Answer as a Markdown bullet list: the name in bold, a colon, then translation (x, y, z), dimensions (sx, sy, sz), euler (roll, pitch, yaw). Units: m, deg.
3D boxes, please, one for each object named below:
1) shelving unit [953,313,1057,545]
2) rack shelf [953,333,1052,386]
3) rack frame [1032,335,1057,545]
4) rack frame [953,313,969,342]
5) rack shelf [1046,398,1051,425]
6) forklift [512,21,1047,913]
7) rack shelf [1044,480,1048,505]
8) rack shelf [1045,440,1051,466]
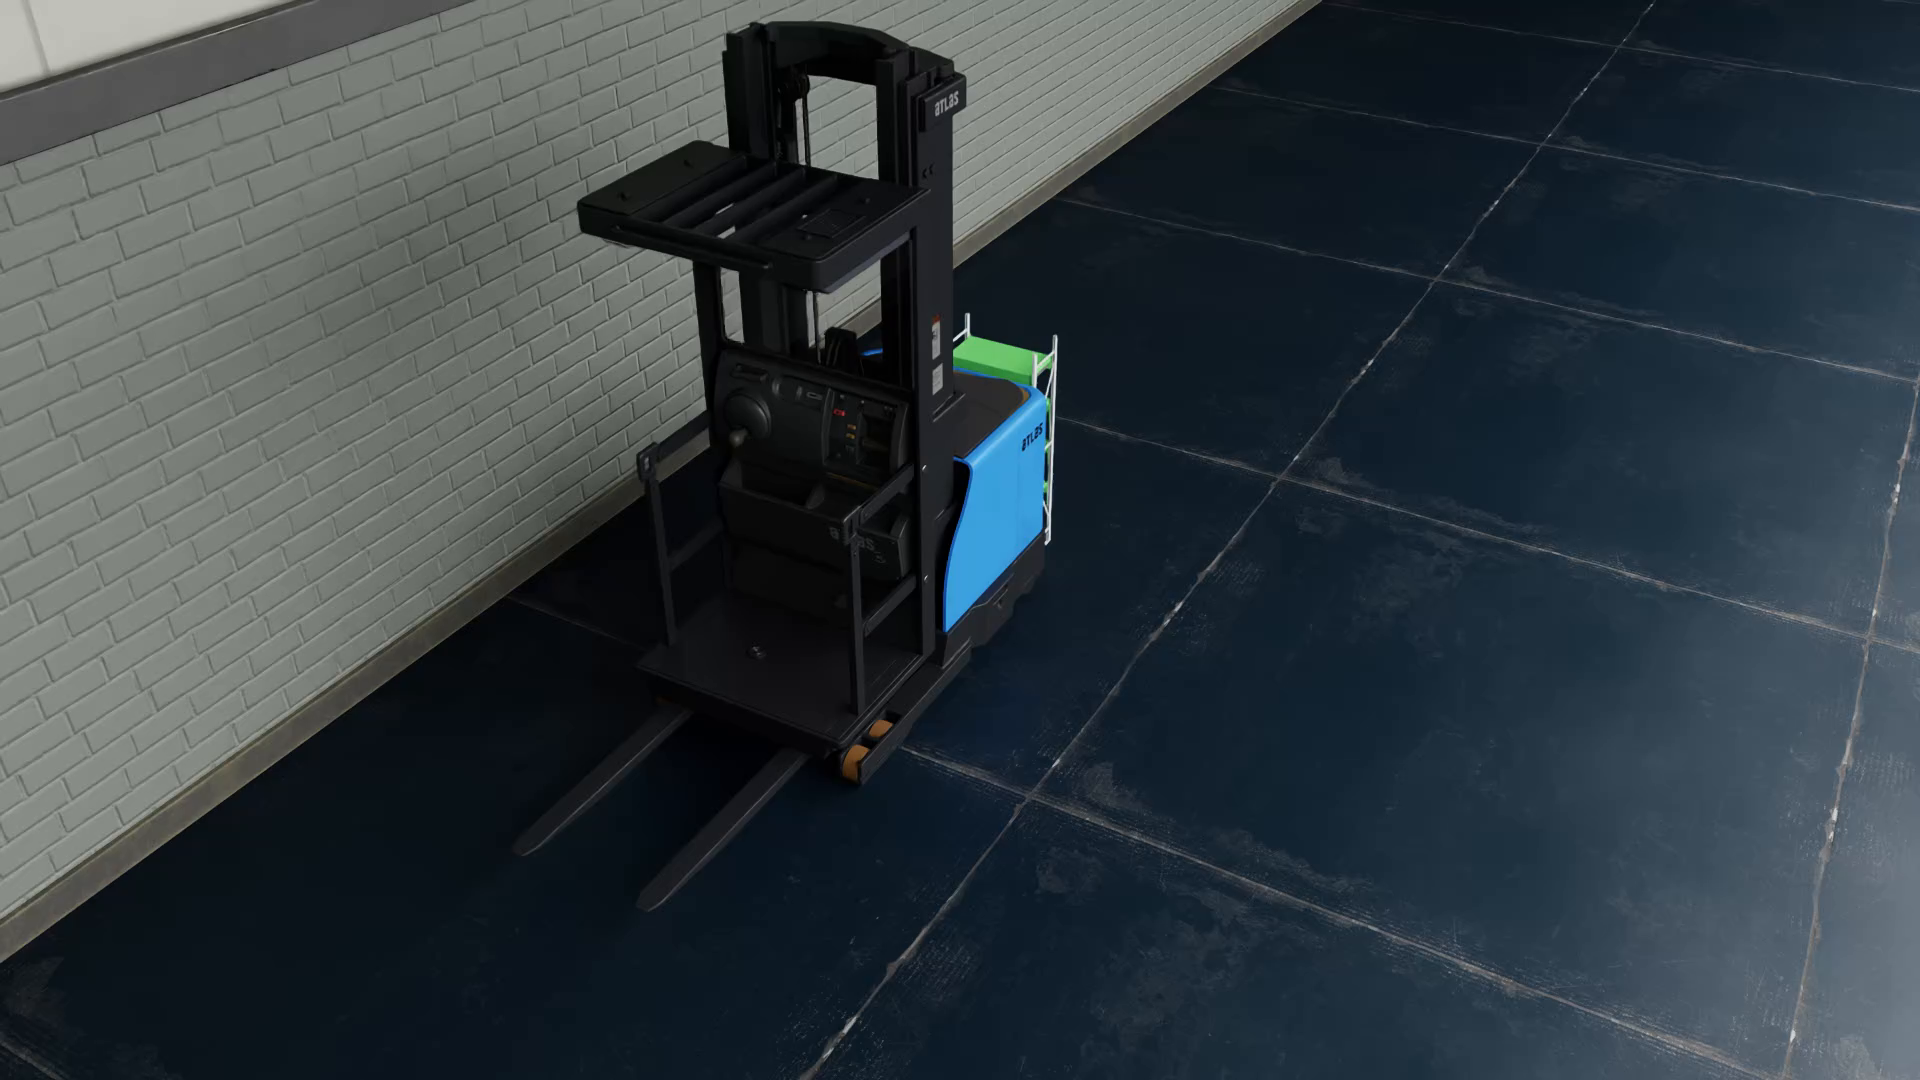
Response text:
- **shelving unit**: translation (0.196, -0.507, 8.428), dimensions (0.503, 1.200, 0.258), euler (17, 37, 24)
- **rack shelf**: translation (0.196, -0.853, 8.197), dimensions (0.480, 0.148, 0.258), euler (17, 37, 24)
- **rack frame**: translation (0.409, -0.441, 8.329), dimensions (0.015, 1.200, 0.240), euler (17, 37, 24)
- **rack frame**: translation (-0.018, -0.572, 8.527), dimensions (0.015, 1.200, 0.240), euler (17, 37, 24)
- **rack shelf**: translation (0.196, -0.653, 8.330), dimensions (0.480, 0.148, 0.258), euler (17, 37, 24)
- **forklift**: translation (-0.731, -0.458, 6.794), dimensions (1.130, 2.935, 3.031), euler (17, 37, 24)
- **rack shelf**: translation (0.196, -0.254, 8.596), dimensions (0.480, 0.148, 0.258), euler (17, 37, 24)
- **rack shelf**: translation (0.196, -0.453, 8.463), dimensions (0.480, 0.148, 0.258), euler (17, 37, 24)
